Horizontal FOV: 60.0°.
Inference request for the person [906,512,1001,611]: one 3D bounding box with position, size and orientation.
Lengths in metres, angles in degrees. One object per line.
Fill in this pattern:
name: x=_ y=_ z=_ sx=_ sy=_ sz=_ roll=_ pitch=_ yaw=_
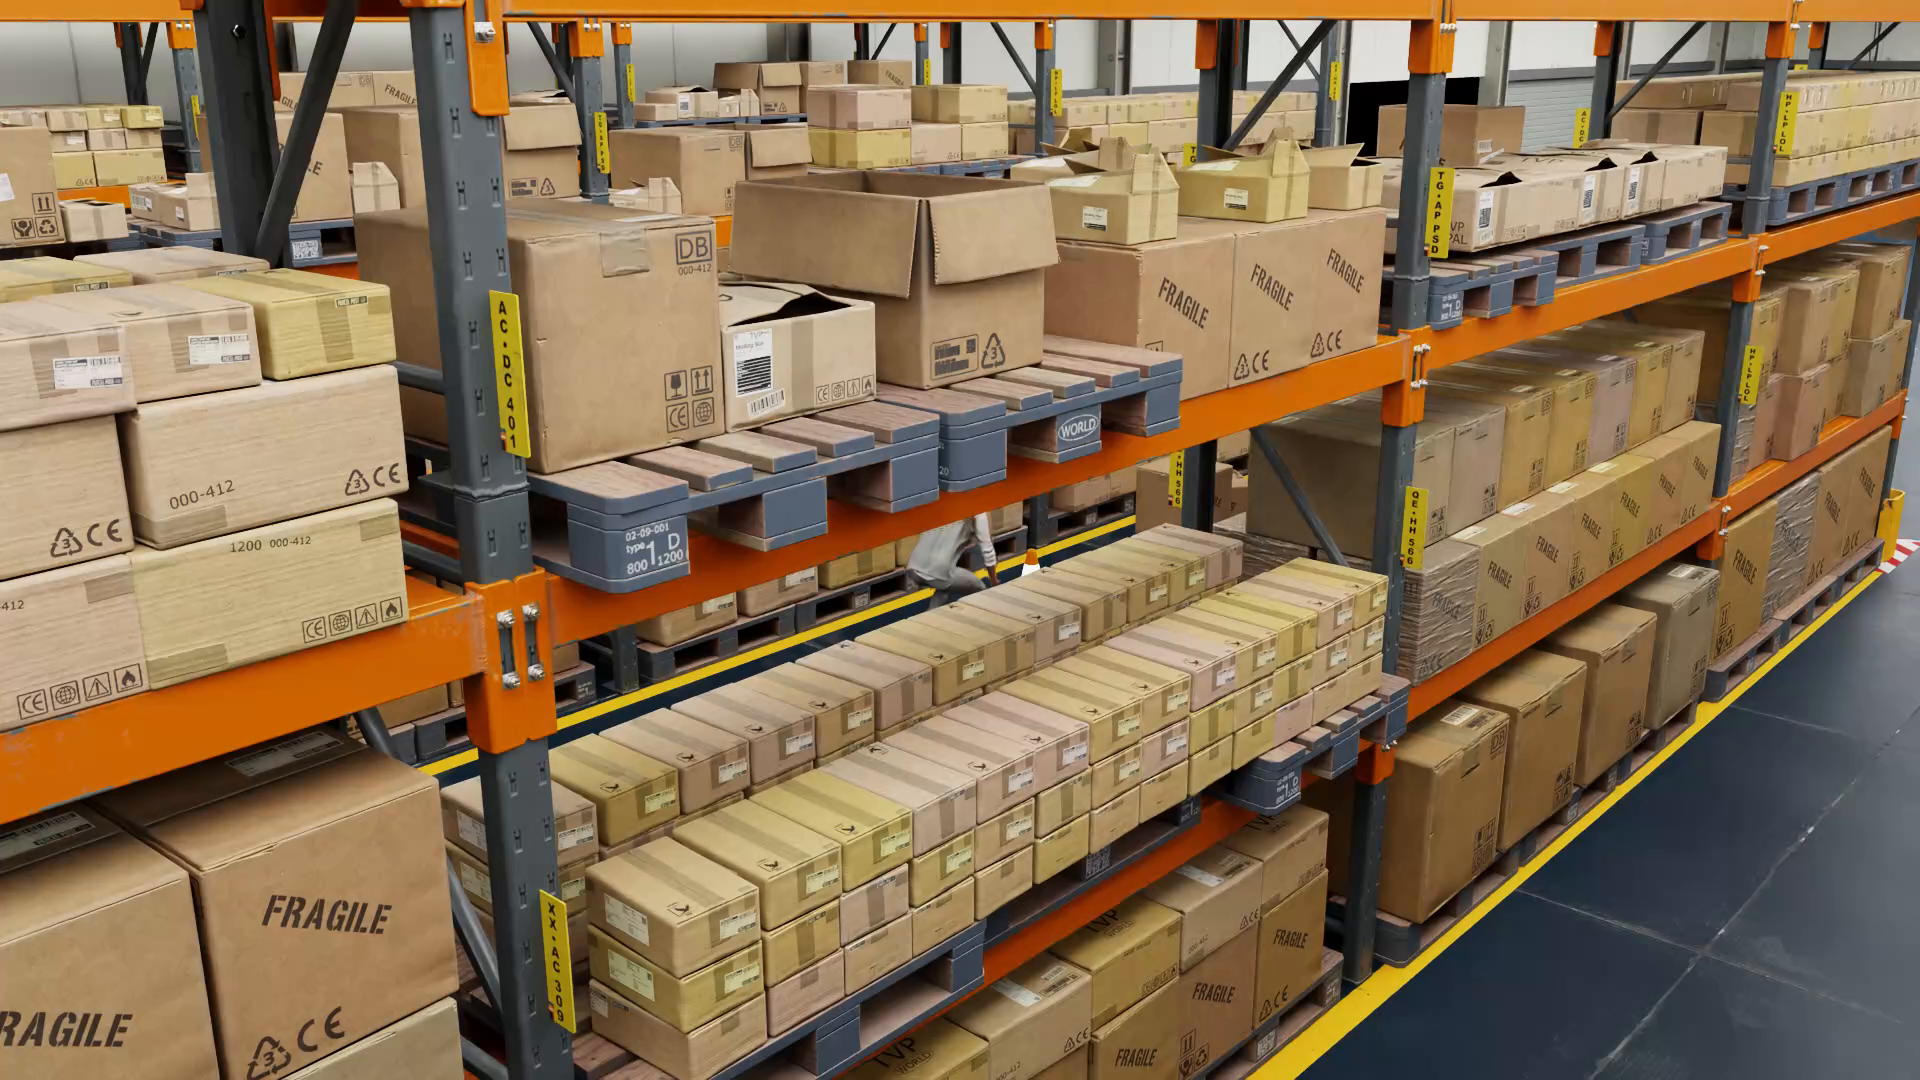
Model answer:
person: x=-0.058 y=0.174 z=10.798 sx=0.462 sy=1.129 sz=0.736 roll=15 pitch=23 yaw=39
